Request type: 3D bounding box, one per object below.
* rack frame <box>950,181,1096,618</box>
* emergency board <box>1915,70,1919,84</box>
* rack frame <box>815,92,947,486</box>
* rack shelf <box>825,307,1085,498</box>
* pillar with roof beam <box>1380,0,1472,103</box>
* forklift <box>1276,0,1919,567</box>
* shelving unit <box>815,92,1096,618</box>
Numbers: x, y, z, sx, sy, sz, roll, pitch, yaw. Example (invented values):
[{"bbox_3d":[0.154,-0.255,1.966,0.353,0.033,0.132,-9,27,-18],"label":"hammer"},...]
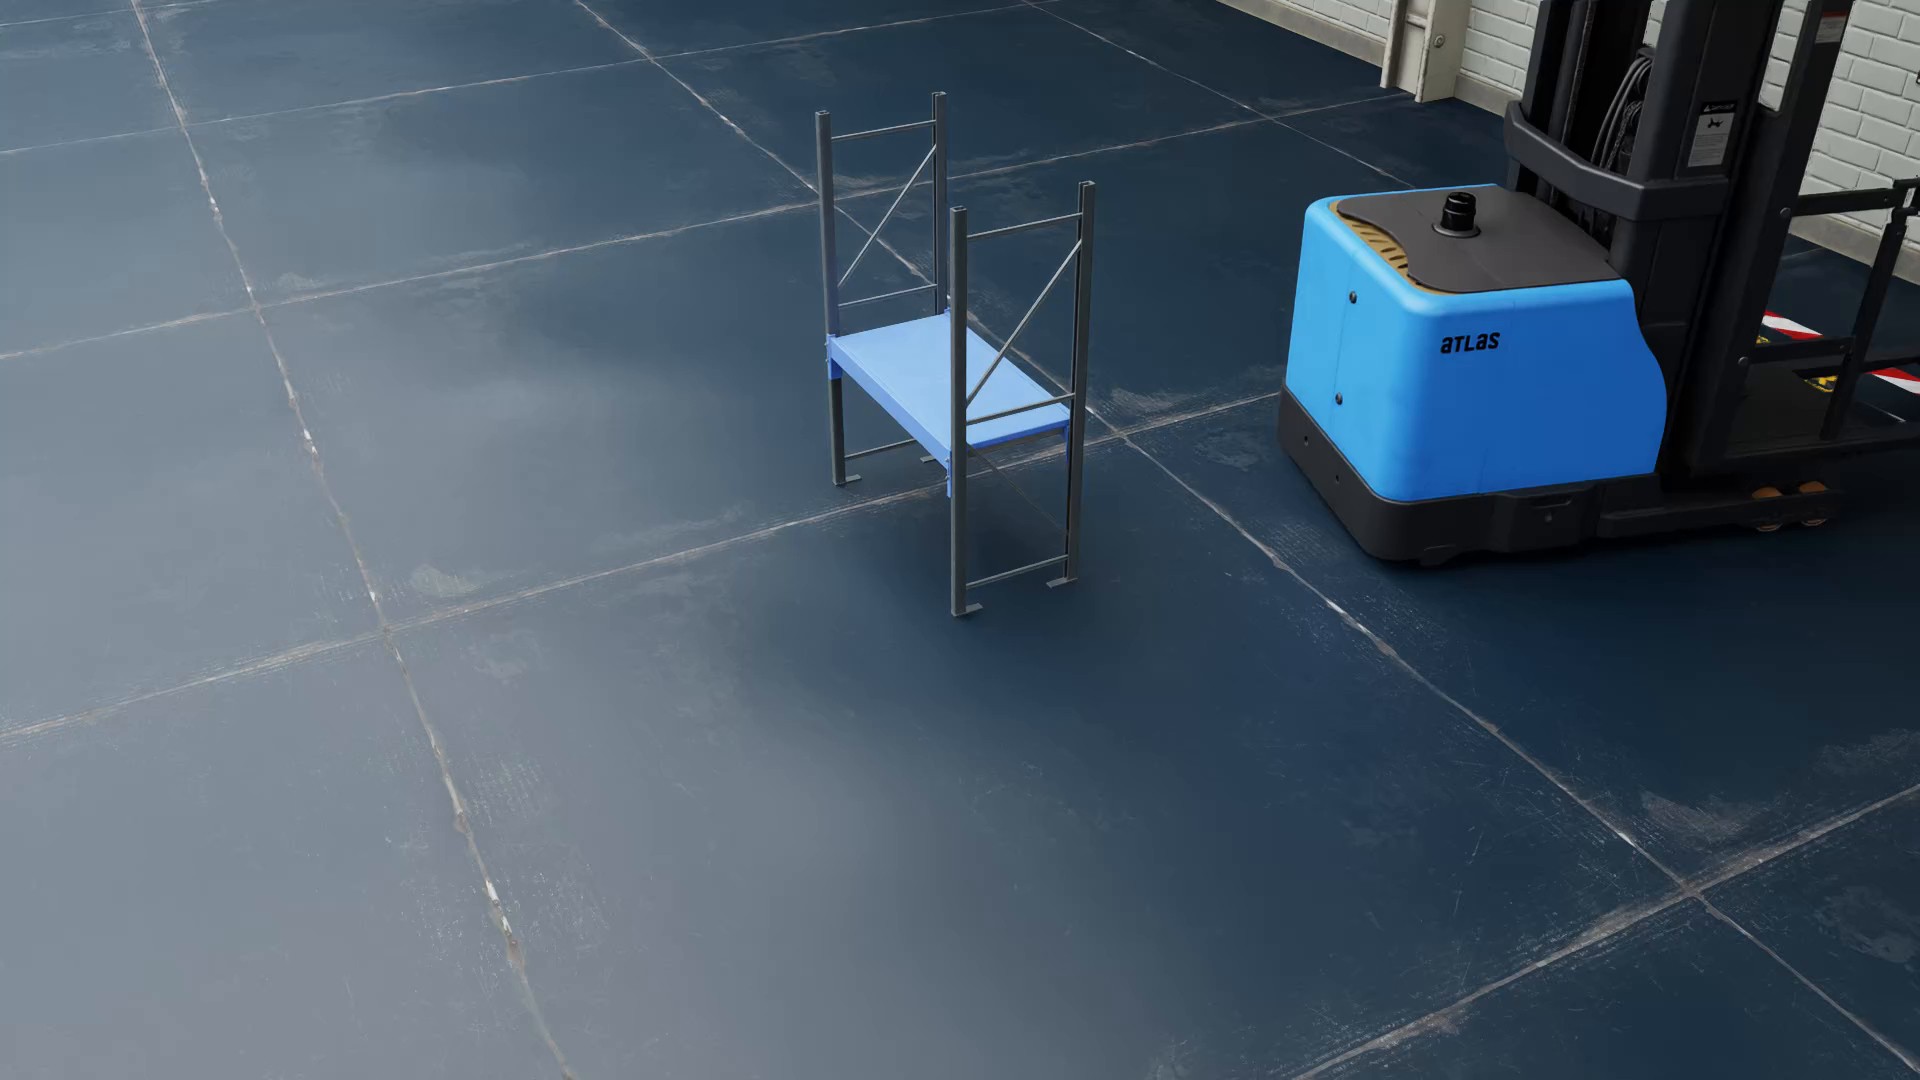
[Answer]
[{"bbox_3d":[0.197,-0.430,5.530,0.500,1.500,0.032,-16,36,-23],"label":"rack frame"},{"bbox_3d":[4.668,-2.518,7.399,0.157,1.169,0.626,-16,36,-23],"label":"emergency board"},{"bbox_3d":[-0.277,-0.915,6.288,0.500,1.500,0.032,-16,36,-23],"label":"rack frame"},{"bbox_3d":[-0.040,-0.521,6.006,0.538,0.185,1.000,-16,36,-23],"label":"rack shelf"},{"bbox_3d":[-0.832,-5.627,6.691,9.100,9.000,0.400,-16,36,-23],"label":"pillar with roof beam"},{"bbox_3d":[2.859,-1.537,5.933,3.031,2.935,1.130,-7,33,-10],"label":"forklift"},{"bbox_3d":[-0.040,-0.672,5.909,0.538,1.500,1.048,-16,36,-23],"label":"shelving unit"}]
